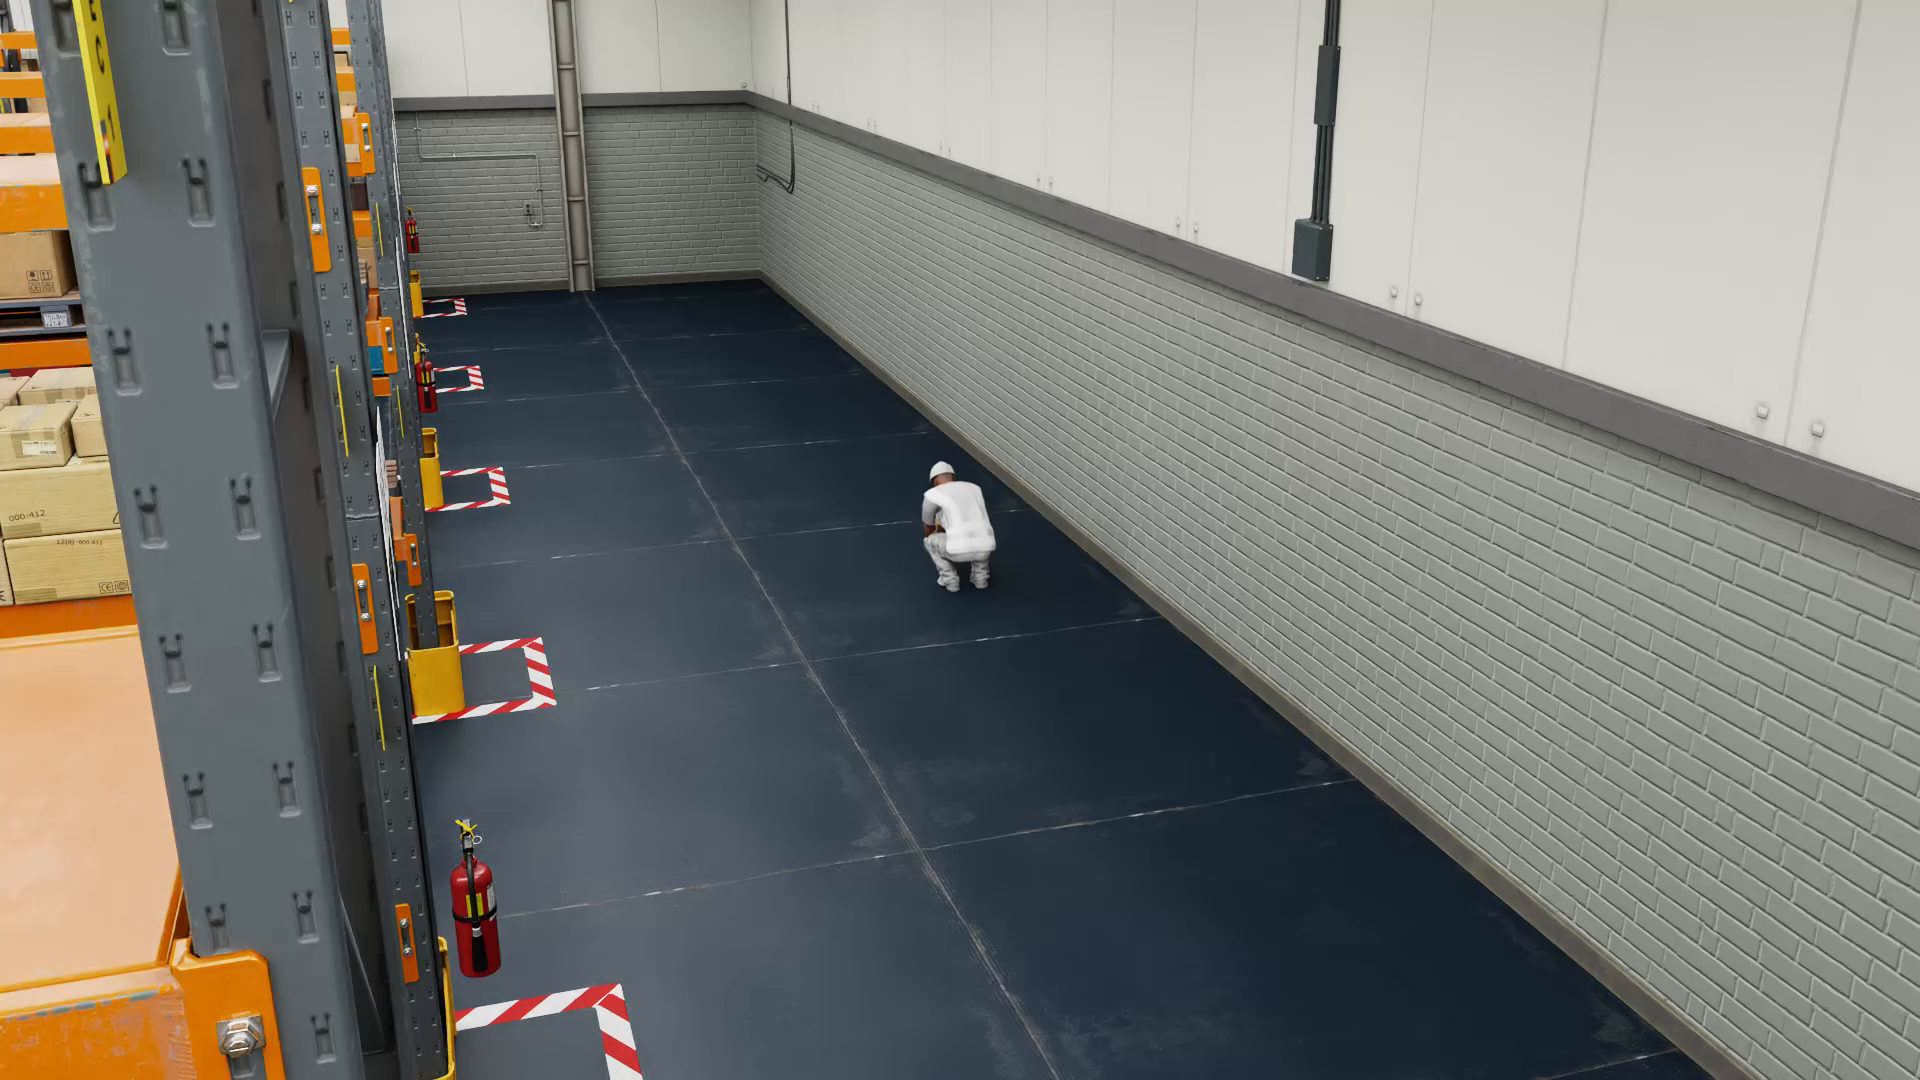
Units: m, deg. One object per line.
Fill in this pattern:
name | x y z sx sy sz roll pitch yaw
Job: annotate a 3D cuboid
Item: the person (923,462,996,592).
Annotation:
person | -0.030 -0.119 14.168 0.567 0.994 0.891 -6 20 -17
